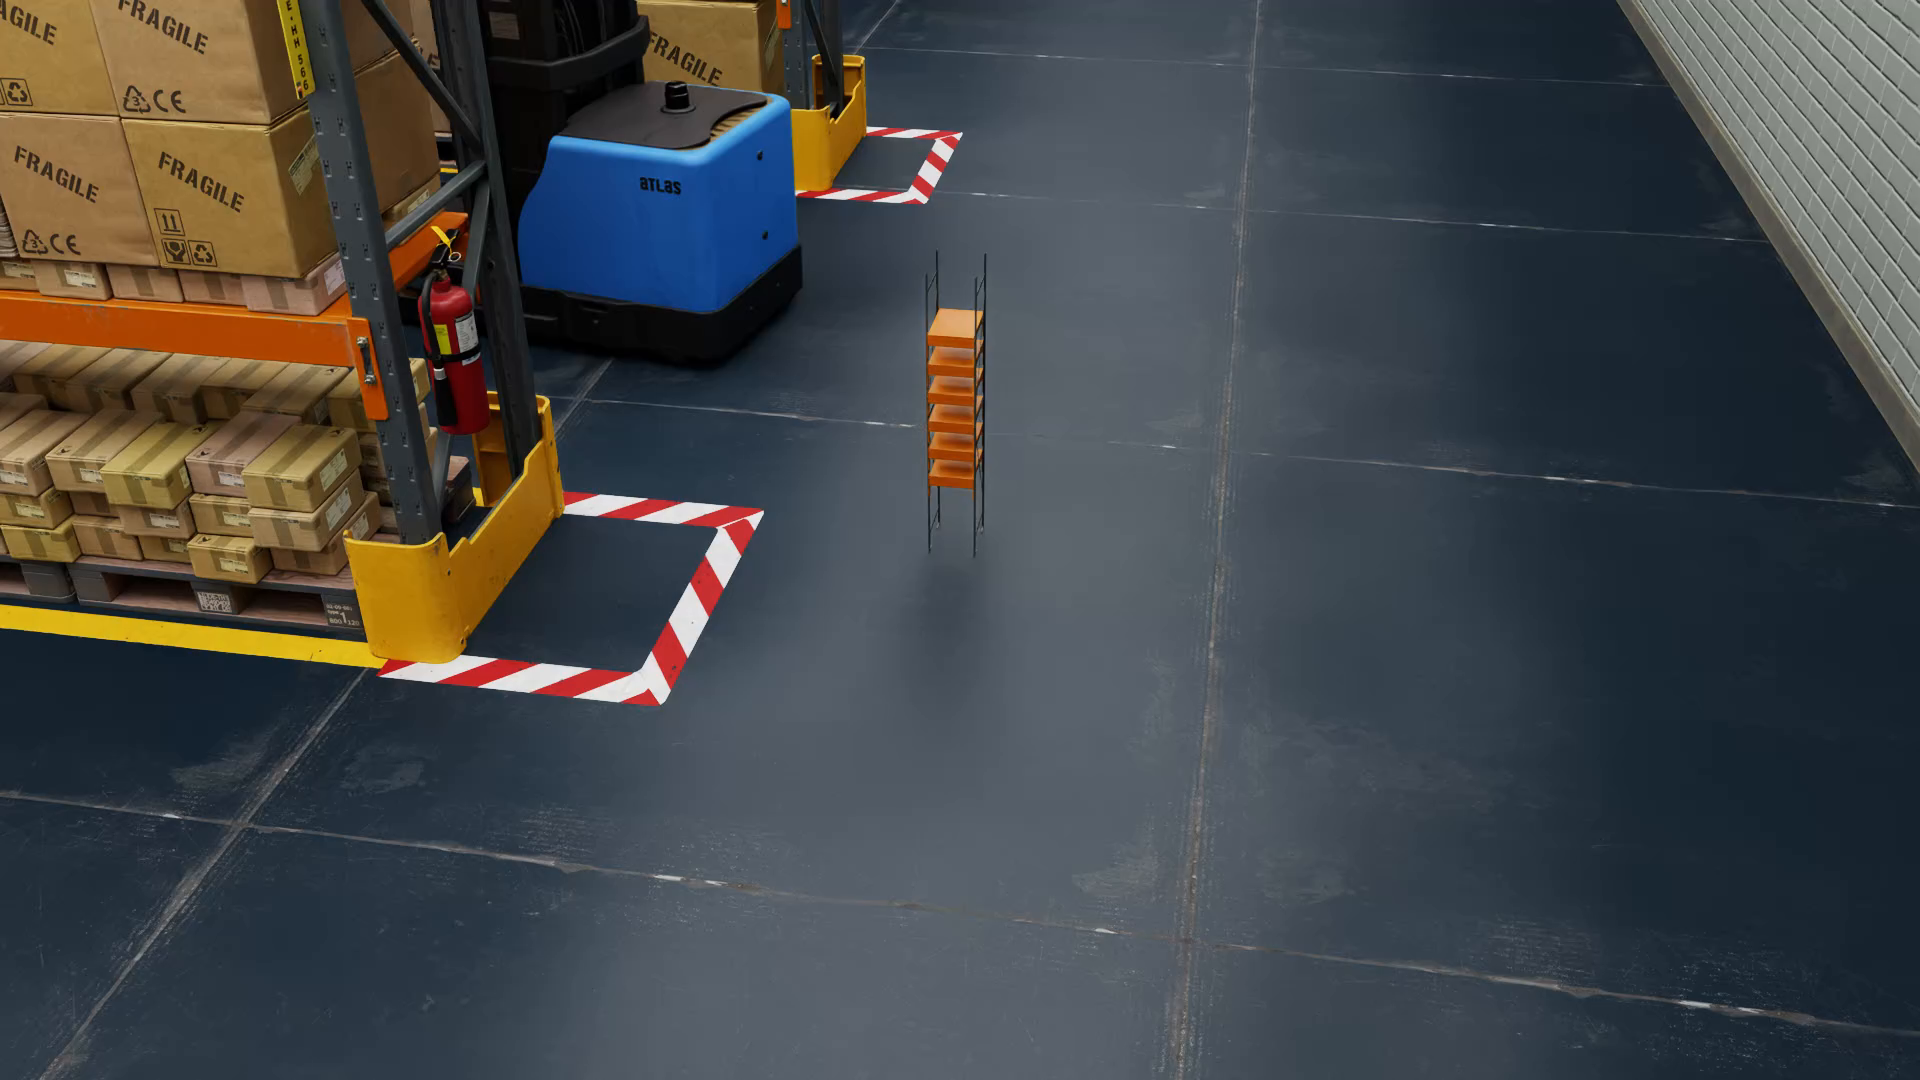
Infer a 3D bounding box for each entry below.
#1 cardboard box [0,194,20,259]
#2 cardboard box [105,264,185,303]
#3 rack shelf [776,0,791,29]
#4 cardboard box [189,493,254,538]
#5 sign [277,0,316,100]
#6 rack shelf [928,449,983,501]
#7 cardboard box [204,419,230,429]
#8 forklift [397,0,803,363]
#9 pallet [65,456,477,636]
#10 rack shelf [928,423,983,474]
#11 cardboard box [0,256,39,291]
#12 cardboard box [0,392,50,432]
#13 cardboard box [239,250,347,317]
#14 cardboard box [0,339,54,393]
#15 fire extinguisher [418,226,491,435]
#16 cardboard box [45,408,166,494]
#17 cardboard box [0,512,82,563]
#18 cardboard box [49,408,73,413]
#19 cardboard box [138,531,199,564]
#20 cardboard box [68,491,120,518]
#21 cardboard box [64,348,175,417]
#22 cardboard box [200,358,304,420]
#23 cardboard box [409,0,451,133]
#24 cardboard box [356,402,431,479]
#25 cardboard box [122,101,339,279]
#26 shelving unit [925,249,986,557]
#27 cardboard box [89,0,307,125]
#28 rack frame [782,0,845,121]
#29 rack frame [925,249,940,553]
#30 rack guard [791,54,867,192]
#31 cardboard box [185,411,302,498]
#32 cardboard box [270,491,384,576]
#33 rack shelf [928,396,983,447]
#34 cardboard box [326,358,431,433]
[{"bbox_3d":[-3.330,-1.293,5.614,0.500,0.500,0.500,5,32,8],"label":"cardboard box"},{"bbox_3d":[-2.693,-0.961,5.696,0.250,0.149,0.380,5,32,8],"label":"cardboard box"},{"bbox_3d":[-2.873,-3.589,10.335,4.000,0.370,1.077,5,32,8],"label":"rack shelf"},{"bbox_3d":[-2.652,-0.175,6.214,0.250,0.149,0.380,4,32,7],"label":"cardboard box"},{"bbox_3d":[-1.949,-1.467,4.877,0.005,0.325,0.100,5,32,8],"label":"sign"},{"bbox_3d":[-0.014,-0.269,6.585,0.180,0.103,0.258,5,32,8],"label":"rack shelf"},{"bbox_3d":[-2.825,-0.437,6.631,0.250,0.149,0.380,6,32,9],"label":"cardboard box"},{"bbox_3d":[-2.398,-2.573,8.098,3.031,2.935,1.130,11,34,17],"label":"forklift"},{"bbox_3d":[-2.705,-0.046,6.625,1.213,0.211,1.003,5,32,8],"label":"pallet"},{"bbox_3d":[-0.014,-0.370,6.521,0.180,0.103,0.258,5,32,8],"label":"rack shelf"},{"bbox_3d":[-3.203,-1.011,5.775,0.250,0.149,0.380,4,32,6],"label":"cardboard box"},{"bbox_3d":[-3.675,-0.409,6.306,0.250,0.149,0.380,4,32,7],"label":"cardboard box"},{"bbox_3d":[-2.204,-0.905,5.606,0.250,0.149,0.380,5,32,8],"label":"cardboard box"},{"bbox_3d":[-3.859,-0.656,6.701,0.250,0.149,0.380,5,32,8],"label":"cardboard box"},{"bbox_3d":[-1.665,-0.676,5.426,0.183,0.674,0.296,5,32,8],"label":"fire extinguisher"},{"bbox_3d":[-3.159,-0.332,6.184,0.250,0.149,0.380,4,32,6],"label":"cardboard box"},{"bbox_3d":[-3.413,-0.082,6.344,0.250,0.149,0.380,4,32,6],"label":"cardboard box"},{"bbox_3d":[-3.612,-0.493,6.721,0.250,0.149,0.380,7,33,11],"label":"cardboard box"},{"bbox_3d":[-2.906,-0.076,6.336,0.250,0.149,0.380,5,32,8],"label":"cardboard box"},{"bbox_3d":[-3.164,-0.247,6.328,0.250,0.149,0.380,5,32,8],"label":"cardboard box"},{"bbox_3d":[-3.344,-0.636,6.670,0.250,0.149,0.380,6,33,10],"label":"cardboard box"},{"bbox_3d":[-2.814,-0.628,6.656,0.250,0.149,0.380,5,32,8],"label":"cardboard box"},{"bbox_3d":[-3.320,-3.169,10.592,0.875,0.875,0.875,5,32,8],"label":"cardboard box"},{"bbox_3d":[-2.309,-0.407,6.584,0.250,0.149,0.380,6,33,10],"label":"cardboard box"},{"bbox_3d":[-2.322,-1.204,5.472,0.500,0.500,0.500,6,33,9],"label":"cardboard box"},{"bbox_3d":[-0.014,-0.510,6.434,0.189,1.200,0.258,5,32,8],"label":"shelving unit"},{"bbox_3d":[-2.328,-1.633,5.215,0.500,0.500,0.500,5,32,7],"label":"cardboard box"},{"bbox_3d":[-0.901,-3.715,9.859,0.127,3.000,1.000,5,32,8],"label":"rack frame"},{"bbox_3d":[-0.104,-0.518,6.447,0.006,1.200,0.240,5,32,8],"label":"rack frame"},{"bbox_3d":[-0.878,-2.654,10.518,0.348,0.500,1.175,5,32,8],"label":"rack guard"},{"bbox_3d":[-2.638,-0.319,6.163,0.250,0.149,0.380,6,33,9],"label":"cardboard box"},{"bbox_3d":[-2.389,-0.038,6.274,0.250,0.149,0.380,6,32,9],"label":"cardboard box"},{"bbox_3d":[-0.014,-0.472,6.457,0.180,0.103,0.258,5,32,8],"label":"rack shelf"},{"bbox_3d":[-2.295,-0.576,6.574,0.250,0.149,0.380,4,32,6],"label":"cardboard box"}]
